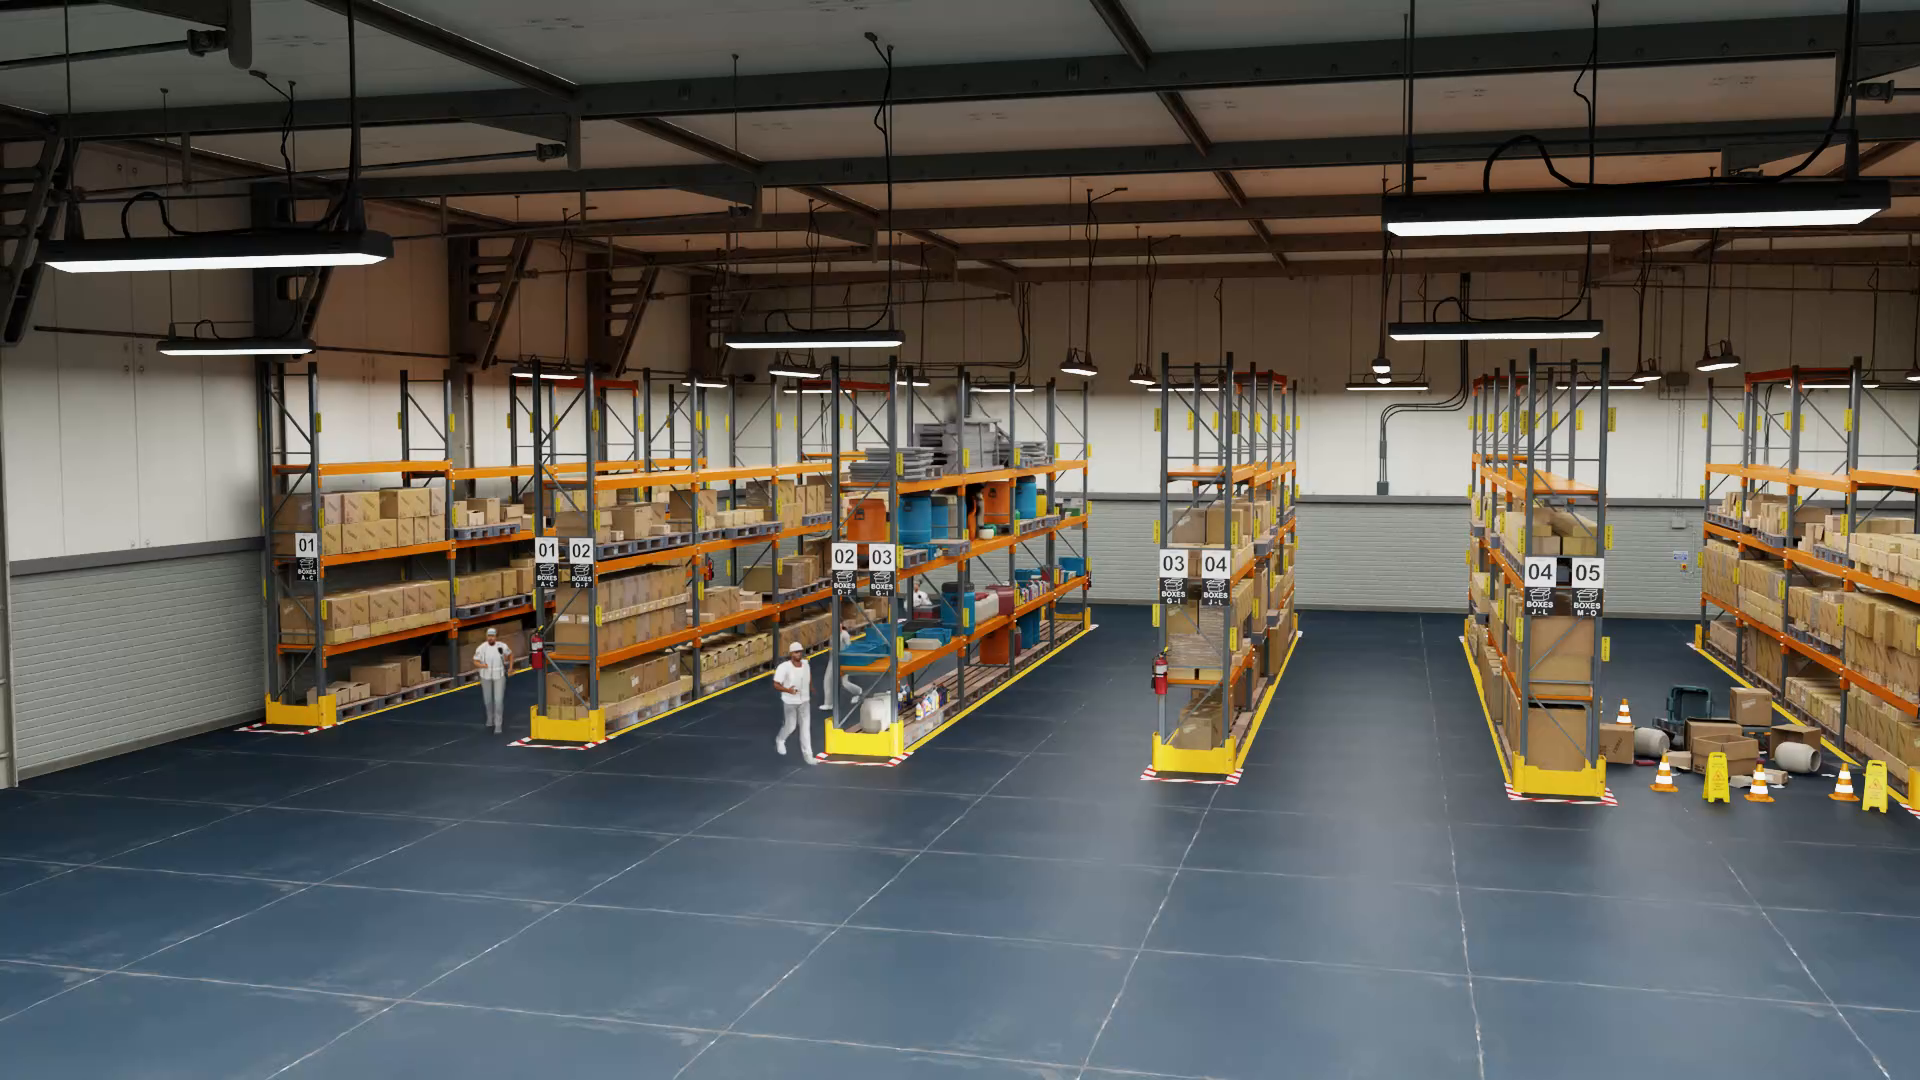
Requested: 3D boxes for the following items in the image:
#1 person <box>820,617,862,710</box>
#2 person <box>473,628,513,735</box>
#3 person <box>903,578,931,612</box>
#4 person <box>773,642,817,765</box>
[{"bbox_3d":[-2.096,2.142,29.012,0.528,1.610,0.790,3,5,37],"label":"person"},{"bbox_3d":[-7.587,2.277,27.040,0.617,1.723,0.784,-1,4,-9],"label":"person"},{"bbox_3d":[-0.944,1.652,36.054,0.616,1.659,0.554,1,4,16],"label":"person"},{"bbox_3d":[-2.414,2.377,24.462,0.715,1.758,0.991,-3,5,-34],"label":"person"}]
